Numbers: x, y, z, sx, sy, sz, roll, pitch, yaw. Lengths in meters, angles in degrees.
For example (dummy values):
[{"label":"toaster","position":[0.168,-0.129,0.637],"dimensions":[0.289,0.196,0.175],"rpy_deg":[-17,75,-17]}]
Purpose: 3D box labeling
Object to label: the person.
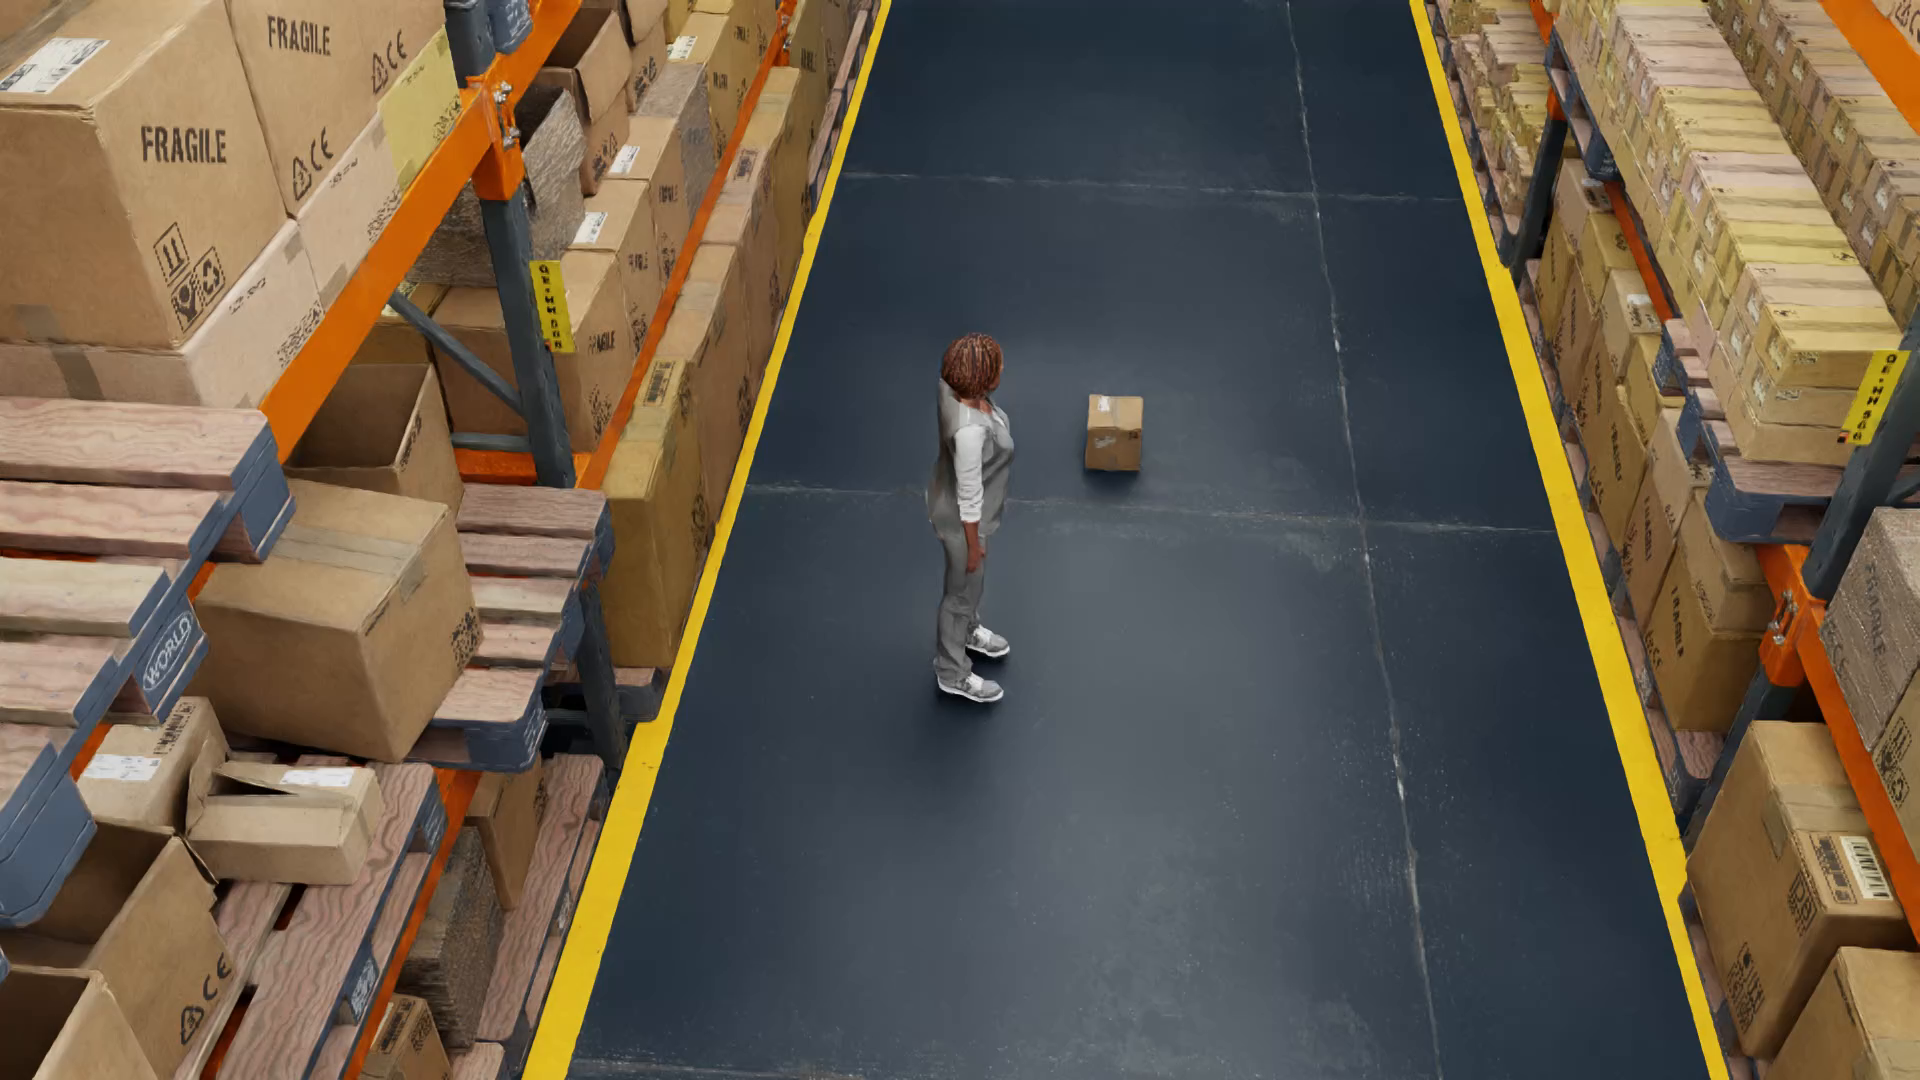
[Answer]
[{"label":"person","position":[0.039,-0.098,6.241],"dimensions":[0.339,1.605,0.467],"rpy_deg":[-2,41,-3]}]
